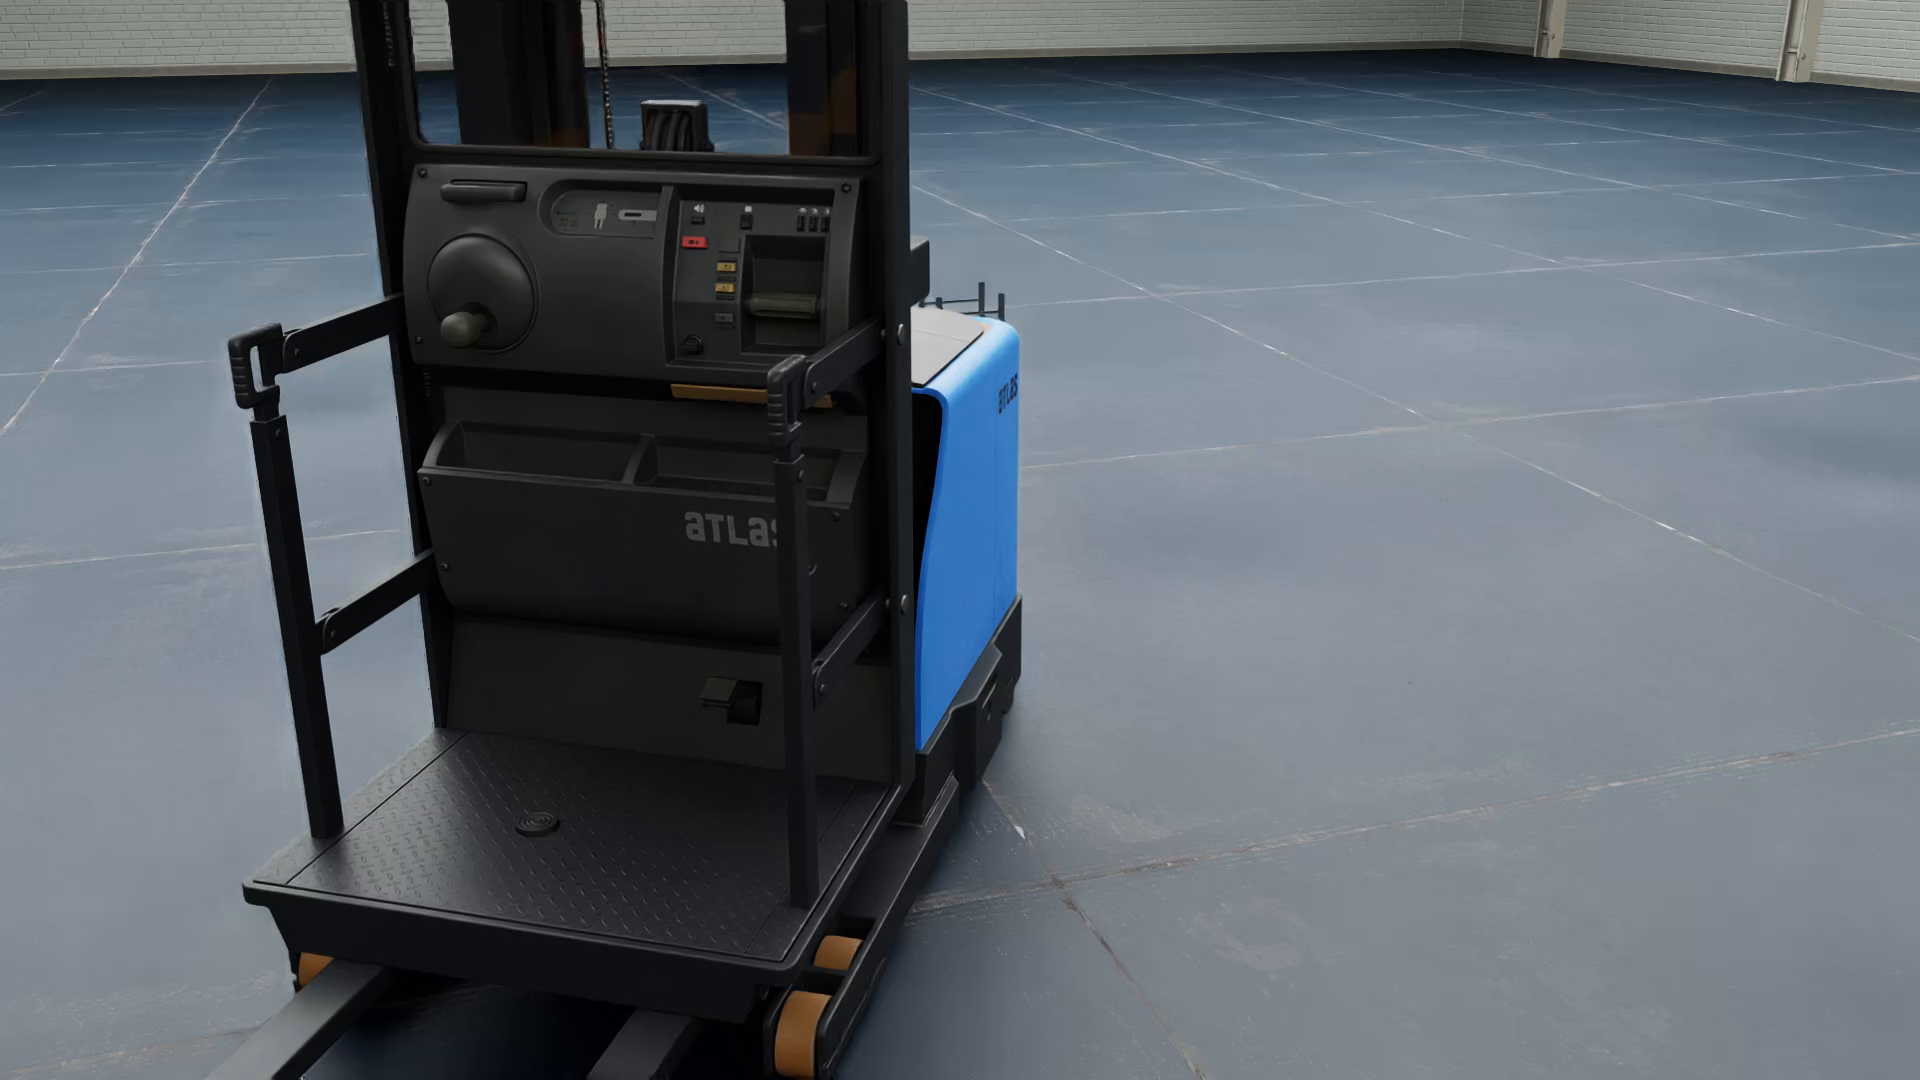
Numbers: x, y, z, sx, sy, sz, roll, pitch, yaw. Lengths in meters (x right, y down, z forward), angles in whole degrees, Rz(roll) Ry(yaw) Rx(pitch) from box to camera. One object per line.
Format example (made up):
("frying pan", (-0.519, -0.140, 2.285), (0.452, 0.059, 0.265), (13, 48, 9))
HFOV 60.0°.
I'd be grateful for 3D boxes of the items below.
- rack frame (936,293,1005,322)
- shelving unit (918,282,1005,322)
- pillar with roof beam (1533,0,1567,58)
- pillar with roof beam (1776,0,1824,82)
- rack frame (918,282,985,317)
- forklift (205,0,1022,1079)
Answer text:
("rack frame", (0.034, -0.388, 5.666), (0.240, 0.900, 0.006), (-6, 21, -17))
("shelving unit", (0.003, -0.421, 5.757), (0.258, 0.900, 0.210), (-6, 21, -17))
("pillar with roof beam", (6.806, -12.741, 28.076), (9.100, 9.000, 0.400), (-6, 21, -17))
("pillar with roof beam", (8.692, -10.815, 22.715), (9.100, 9.000, 0.400), (-6, 21, -17))
("rack frame", (-0.029, -0.454, 5.848), (0.240, 0.900, 0.006), (-6, 21, -17))
("forklift", (-0.694, -0.513, 3.009), (1.130, 2.935, 3.031), (5, 20, 14))
